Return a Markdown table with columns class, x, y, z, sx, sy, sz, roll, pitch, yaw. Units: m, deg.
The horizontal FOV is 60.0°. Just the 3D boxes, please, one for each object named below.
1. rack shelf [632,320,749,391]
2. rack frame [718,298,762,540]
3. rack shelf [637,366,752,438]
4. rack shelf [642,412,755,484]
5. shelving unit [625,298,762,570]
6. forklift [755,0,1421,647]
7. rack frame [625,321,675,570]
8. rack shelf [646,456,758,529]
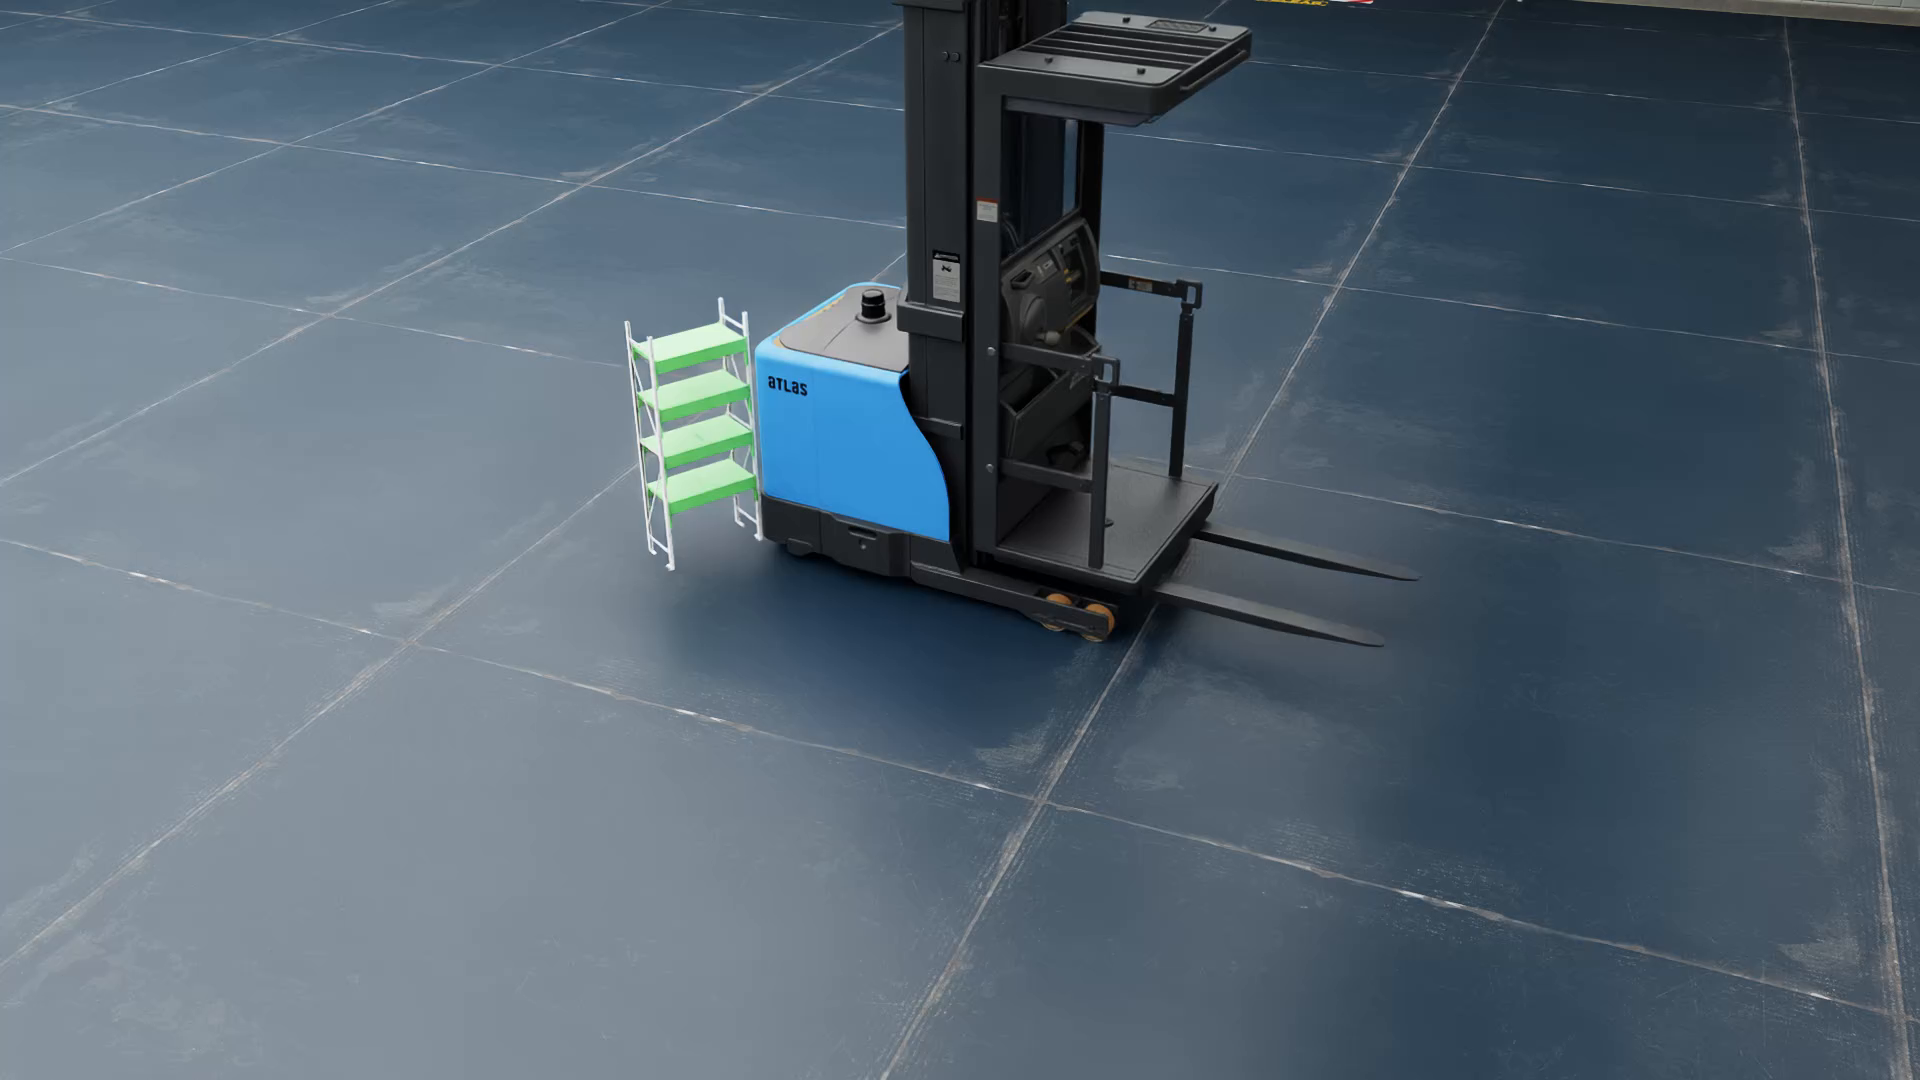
| class | x | y | z | sx | sy | sz | roll | pitch | yaw |
| --- | --- | --- | --- | --- | --- | --- | --- | --- | --- |
| rack shelf | -1.254 | -0.860 | 7.707 | 0.480 | 0.148 | 0.258 | -20 | 35 | -32 |
| rack frame | -1.059 | -0.570 | 8.040 | 0.015 | 1.200 | 0.240 | -20 | 35 | -32 |
| rack shelf | -1.254 | -0.651 | 7.825 | 0.480 | 0.148 | 0.258 | -20 | 35 | -32 |
| rack shelf | -1.254 | -0.443 | 7.943 | 0.480 | 0.148 | 0.258 | -20 | 35 | -32 |
| shelving unit | -1.254 | -0.498 | 7.912 | 0.503 | 1.200 | 0.258 | -20 | 35 | -32 |
| forklift | 0.585 | -1.120 | 7.252 | 3.031 | 2.935 | 1.130 | 14 | 32 | 23 |
| rack frame | -1.449 | -0.426 | 7.784 | 0.015 | 1.200 | 0.240 | -20 | 35 | -32 |
| rack shelf | -1.254 | -0.234 | 8.062 | 0.480 | 0.148 | 0.258 | -20 | 35 | -32 |
